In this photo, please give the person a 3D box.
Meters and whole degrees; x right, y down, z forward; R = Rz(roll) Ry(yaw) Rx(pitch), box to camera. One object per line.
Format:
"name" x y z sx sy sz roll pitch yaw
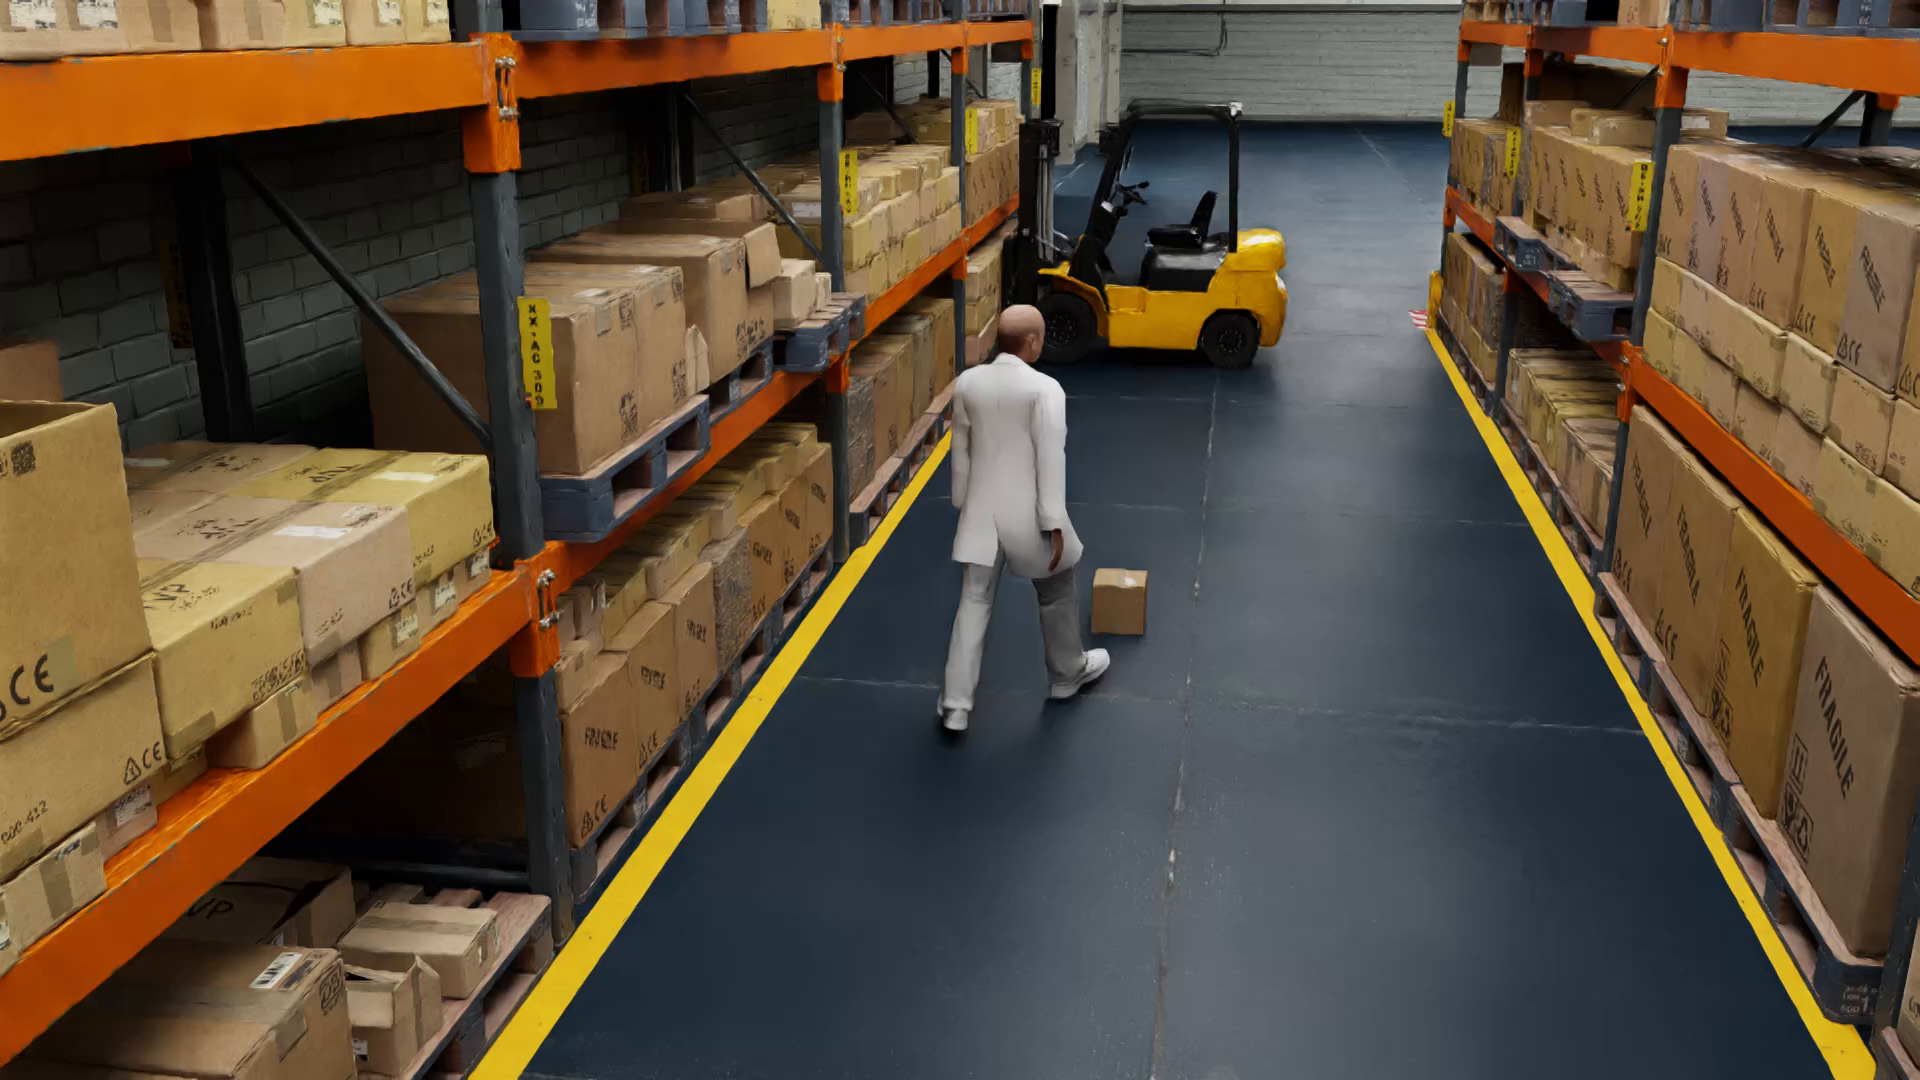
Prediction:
"person" 0.229 -0.108 6.988 0.627 1.723 1.005 10 20 29
